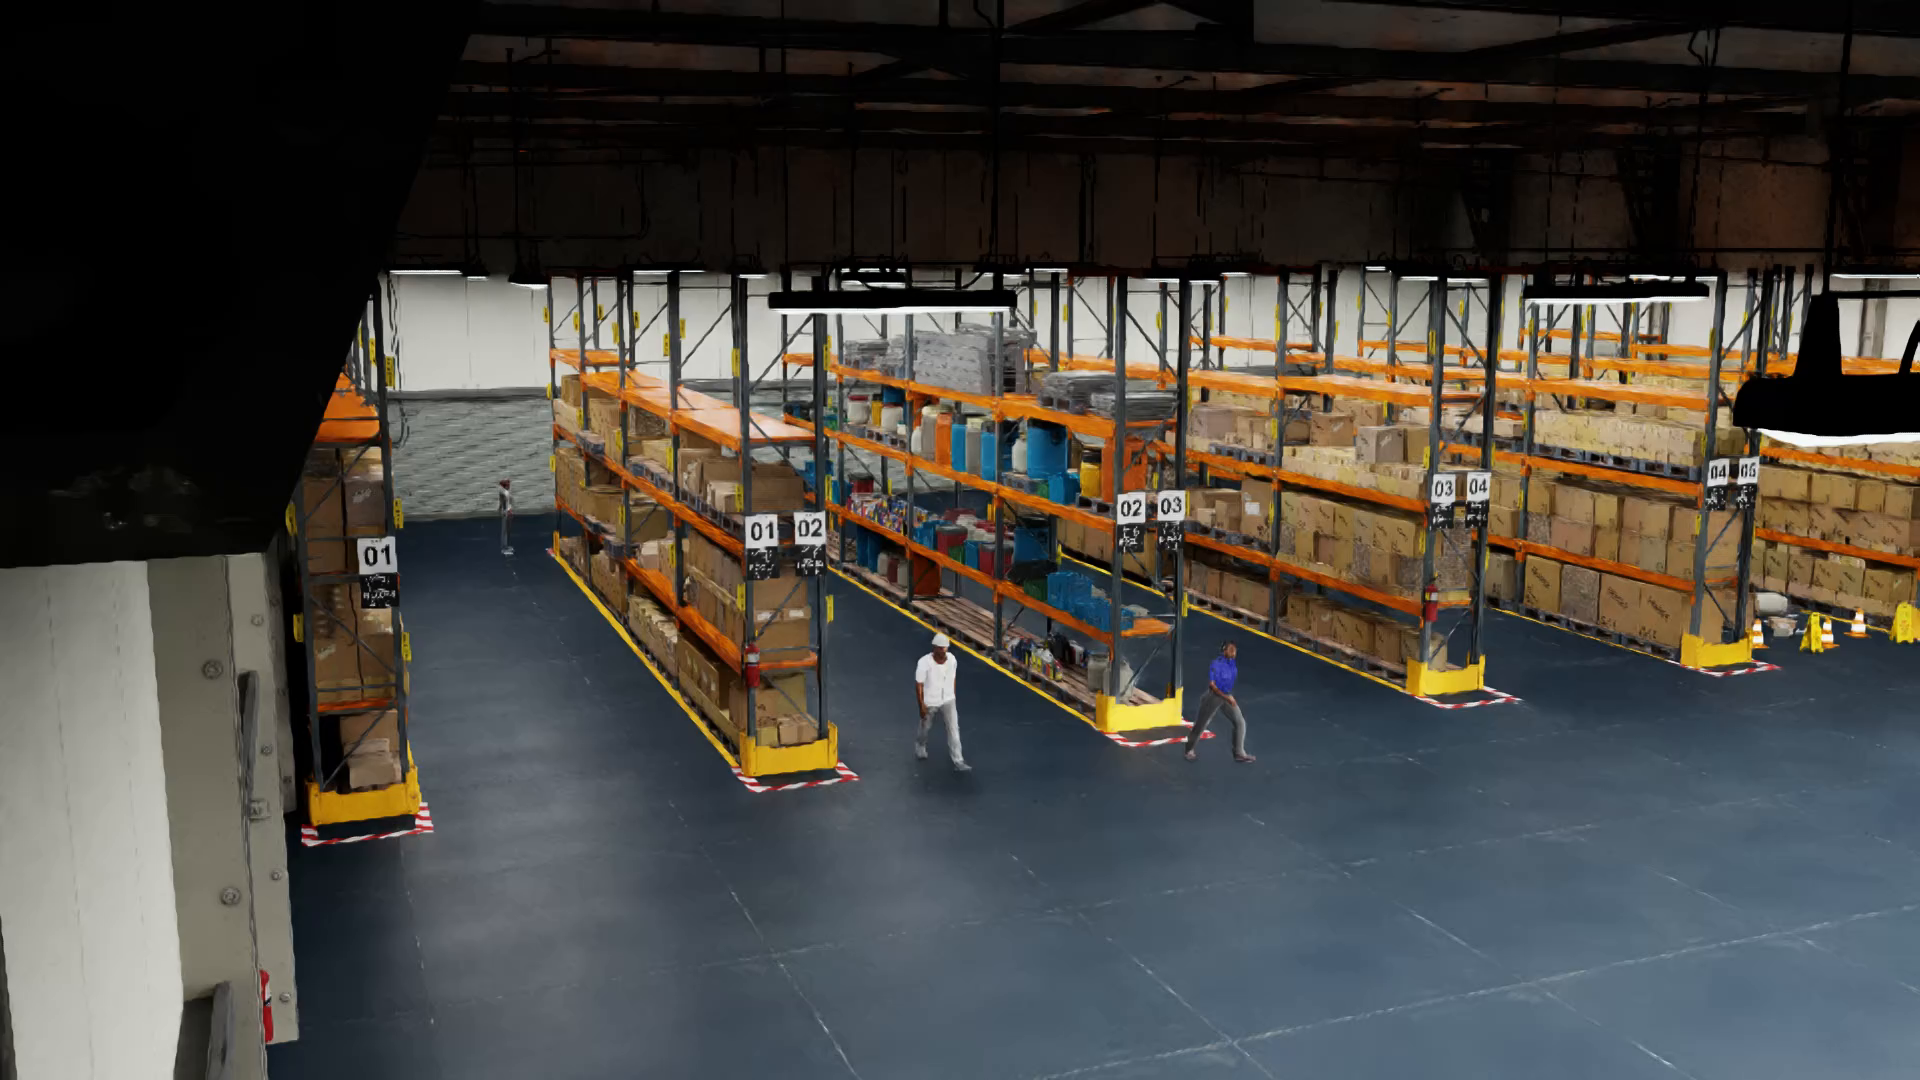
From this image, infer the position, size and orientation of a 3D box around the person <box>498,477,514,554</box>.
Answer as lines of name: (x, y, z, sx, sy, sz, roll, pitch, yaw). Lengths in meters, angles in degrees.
person: (-9.531, -0.524, 34.928, 0.344, 1.602, 0.553, -6, 11, -29)

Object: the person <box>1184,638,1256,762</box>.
person: (3.234, 1.973, 20.717, 0.621, 1.591, 0.822, -8, 13, -38)

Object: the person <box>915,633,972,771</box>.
person: (-0.261, 1.960, 20.442, 0.583, 1.686, 1.111, -4, 11, -23)
